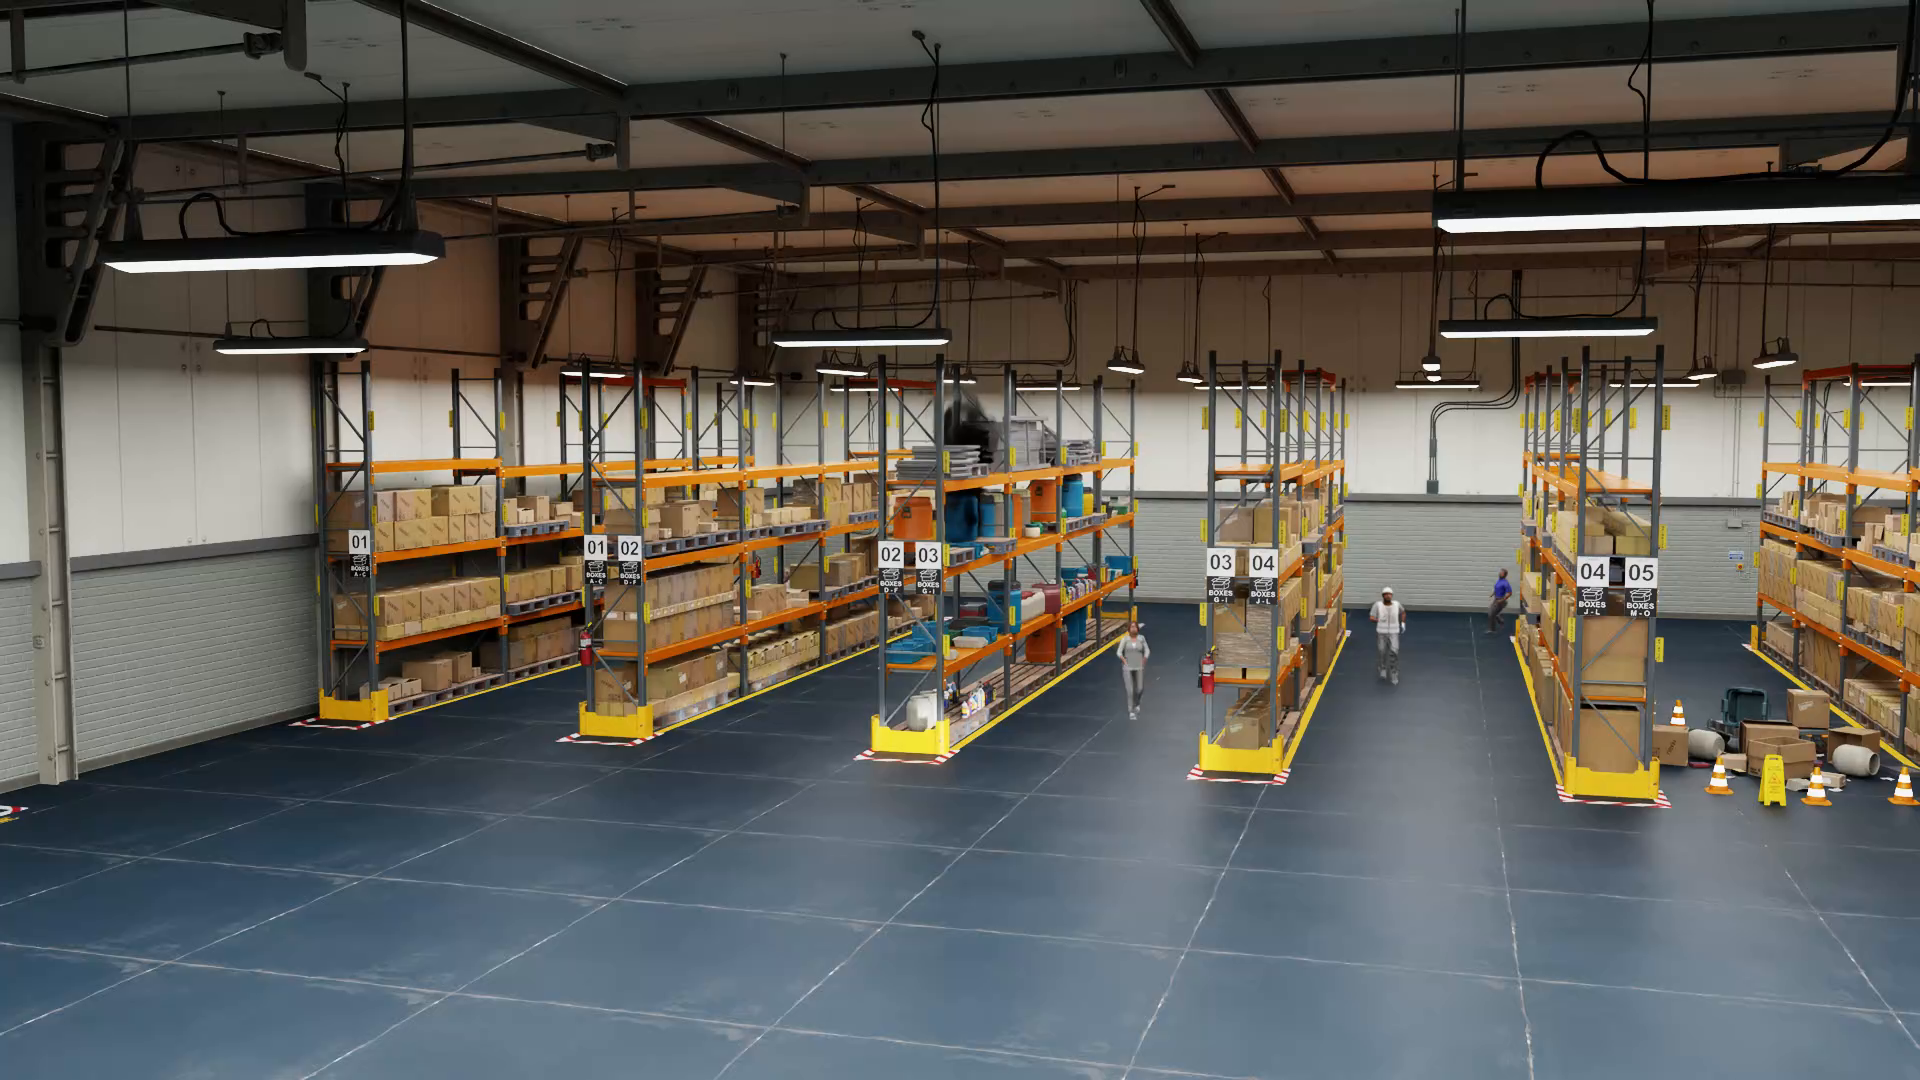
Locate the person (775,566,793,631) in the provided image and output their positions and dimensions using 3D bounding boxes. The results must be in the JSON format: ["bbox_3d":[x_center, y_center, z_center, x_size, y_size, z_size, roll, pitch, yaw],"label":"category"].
[{"bbox_3d":[-3.889,1.488,36.960,0.633,1.809,0.726,0,4,6],"label":"person"}]

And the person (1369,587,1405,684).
[{"bbox_3d":[8.203,1.832,31.926,0.692,1.857,0.727,1,4,10],"label":"person"}]

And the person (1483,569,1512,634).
[{"bbox_3d":[12.673,1.444,38.974,0.563,1.549,0.750,-1,4,-8],"label":"person"}]

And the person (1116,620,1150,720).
[{"bbox_3d":[2.740,2.055,26.271,0.532,1.562,0.515,0,4,1],"label":"person"}]
